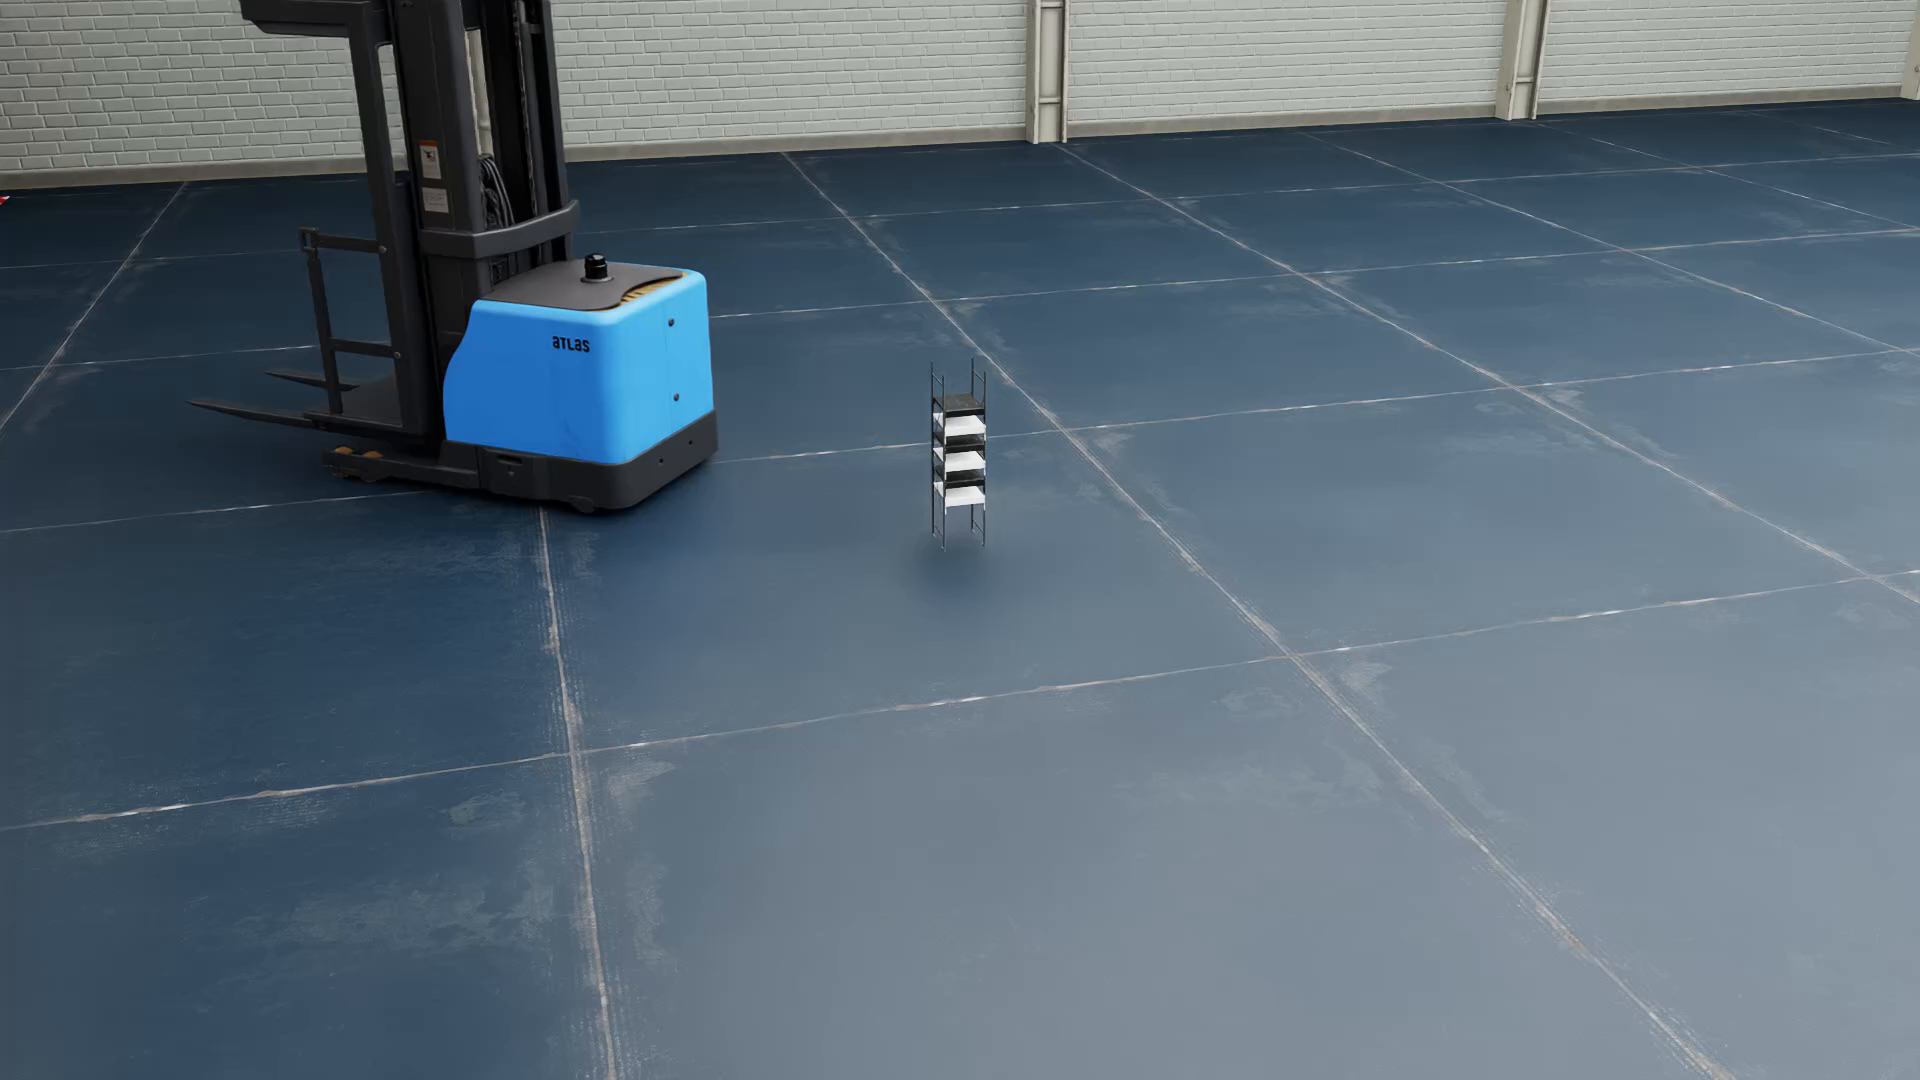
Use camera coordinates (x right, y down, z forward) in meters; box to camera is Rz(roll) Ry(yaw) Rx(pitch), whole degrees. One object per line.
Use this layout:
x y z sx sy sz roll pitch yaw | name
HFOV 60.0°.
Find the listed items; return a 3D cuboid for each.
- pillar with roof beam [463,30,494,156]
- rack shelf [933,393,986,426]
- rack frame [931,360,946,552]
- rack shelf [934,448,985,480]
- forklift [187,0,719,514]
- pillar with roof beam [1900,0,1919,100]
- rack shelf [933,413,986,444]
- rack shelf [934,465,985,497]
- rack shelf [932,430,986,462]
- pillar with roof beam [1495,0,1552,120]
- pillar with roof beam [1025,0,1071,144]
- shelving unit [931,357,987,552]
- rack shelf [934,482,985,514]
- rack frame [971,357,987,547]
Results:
-3.645 -6.361 11.662 0.400 9.000 9.100 -6 24 -14 | pillar with roof beam
-0.008 -0.630 7.977 0.200 0.077 0.258 -6 24 -14 | rack shelf
-0.106 -0.402 8.045 0.006 0.900 0.240 -6 24 -14 | rack frame
-0.008 -0.382 8.084 0.200 0.077 0.258 -6 24 -14 | rack shelf
-2.909 -1.837 8.815 3.031 2.935 1.130 9 25 20 | forklift
13.686 -8.278 16.131 0.400 9.000 9.100 -6 24 -14 | pillar with roof beam
-0.008 -0.547 8.013 0.200 0.077 0.258 -6 24 -14 | rack shelf
-0.008 -0.299 8.119 0.200 0.077 0.258 -6 24 -14 | rack shelf
-0.008 -0.465 8.048 0.200 0.077 0.258 -6 24 -14 | rack shelf
7.909 -7.639 14.641 0.400 9.000 9.100 -6 24 -14 | pillar with roof beam
2.132 -7.000 13.152 0.400 9.000 9.100 -6 24 -14 | pillar with roof beam
-0.008 -0.413 8.071 0.210 0.900 0.258 -6 24 -14 | shelving unit
-0.008 -0.217 8.155 0.200 0.077 0.258 -6 24 -14 | rack shelf
0.090 -0.424 8.096 0.006 0.900 0.240 -6 24 -14 | rack frame
